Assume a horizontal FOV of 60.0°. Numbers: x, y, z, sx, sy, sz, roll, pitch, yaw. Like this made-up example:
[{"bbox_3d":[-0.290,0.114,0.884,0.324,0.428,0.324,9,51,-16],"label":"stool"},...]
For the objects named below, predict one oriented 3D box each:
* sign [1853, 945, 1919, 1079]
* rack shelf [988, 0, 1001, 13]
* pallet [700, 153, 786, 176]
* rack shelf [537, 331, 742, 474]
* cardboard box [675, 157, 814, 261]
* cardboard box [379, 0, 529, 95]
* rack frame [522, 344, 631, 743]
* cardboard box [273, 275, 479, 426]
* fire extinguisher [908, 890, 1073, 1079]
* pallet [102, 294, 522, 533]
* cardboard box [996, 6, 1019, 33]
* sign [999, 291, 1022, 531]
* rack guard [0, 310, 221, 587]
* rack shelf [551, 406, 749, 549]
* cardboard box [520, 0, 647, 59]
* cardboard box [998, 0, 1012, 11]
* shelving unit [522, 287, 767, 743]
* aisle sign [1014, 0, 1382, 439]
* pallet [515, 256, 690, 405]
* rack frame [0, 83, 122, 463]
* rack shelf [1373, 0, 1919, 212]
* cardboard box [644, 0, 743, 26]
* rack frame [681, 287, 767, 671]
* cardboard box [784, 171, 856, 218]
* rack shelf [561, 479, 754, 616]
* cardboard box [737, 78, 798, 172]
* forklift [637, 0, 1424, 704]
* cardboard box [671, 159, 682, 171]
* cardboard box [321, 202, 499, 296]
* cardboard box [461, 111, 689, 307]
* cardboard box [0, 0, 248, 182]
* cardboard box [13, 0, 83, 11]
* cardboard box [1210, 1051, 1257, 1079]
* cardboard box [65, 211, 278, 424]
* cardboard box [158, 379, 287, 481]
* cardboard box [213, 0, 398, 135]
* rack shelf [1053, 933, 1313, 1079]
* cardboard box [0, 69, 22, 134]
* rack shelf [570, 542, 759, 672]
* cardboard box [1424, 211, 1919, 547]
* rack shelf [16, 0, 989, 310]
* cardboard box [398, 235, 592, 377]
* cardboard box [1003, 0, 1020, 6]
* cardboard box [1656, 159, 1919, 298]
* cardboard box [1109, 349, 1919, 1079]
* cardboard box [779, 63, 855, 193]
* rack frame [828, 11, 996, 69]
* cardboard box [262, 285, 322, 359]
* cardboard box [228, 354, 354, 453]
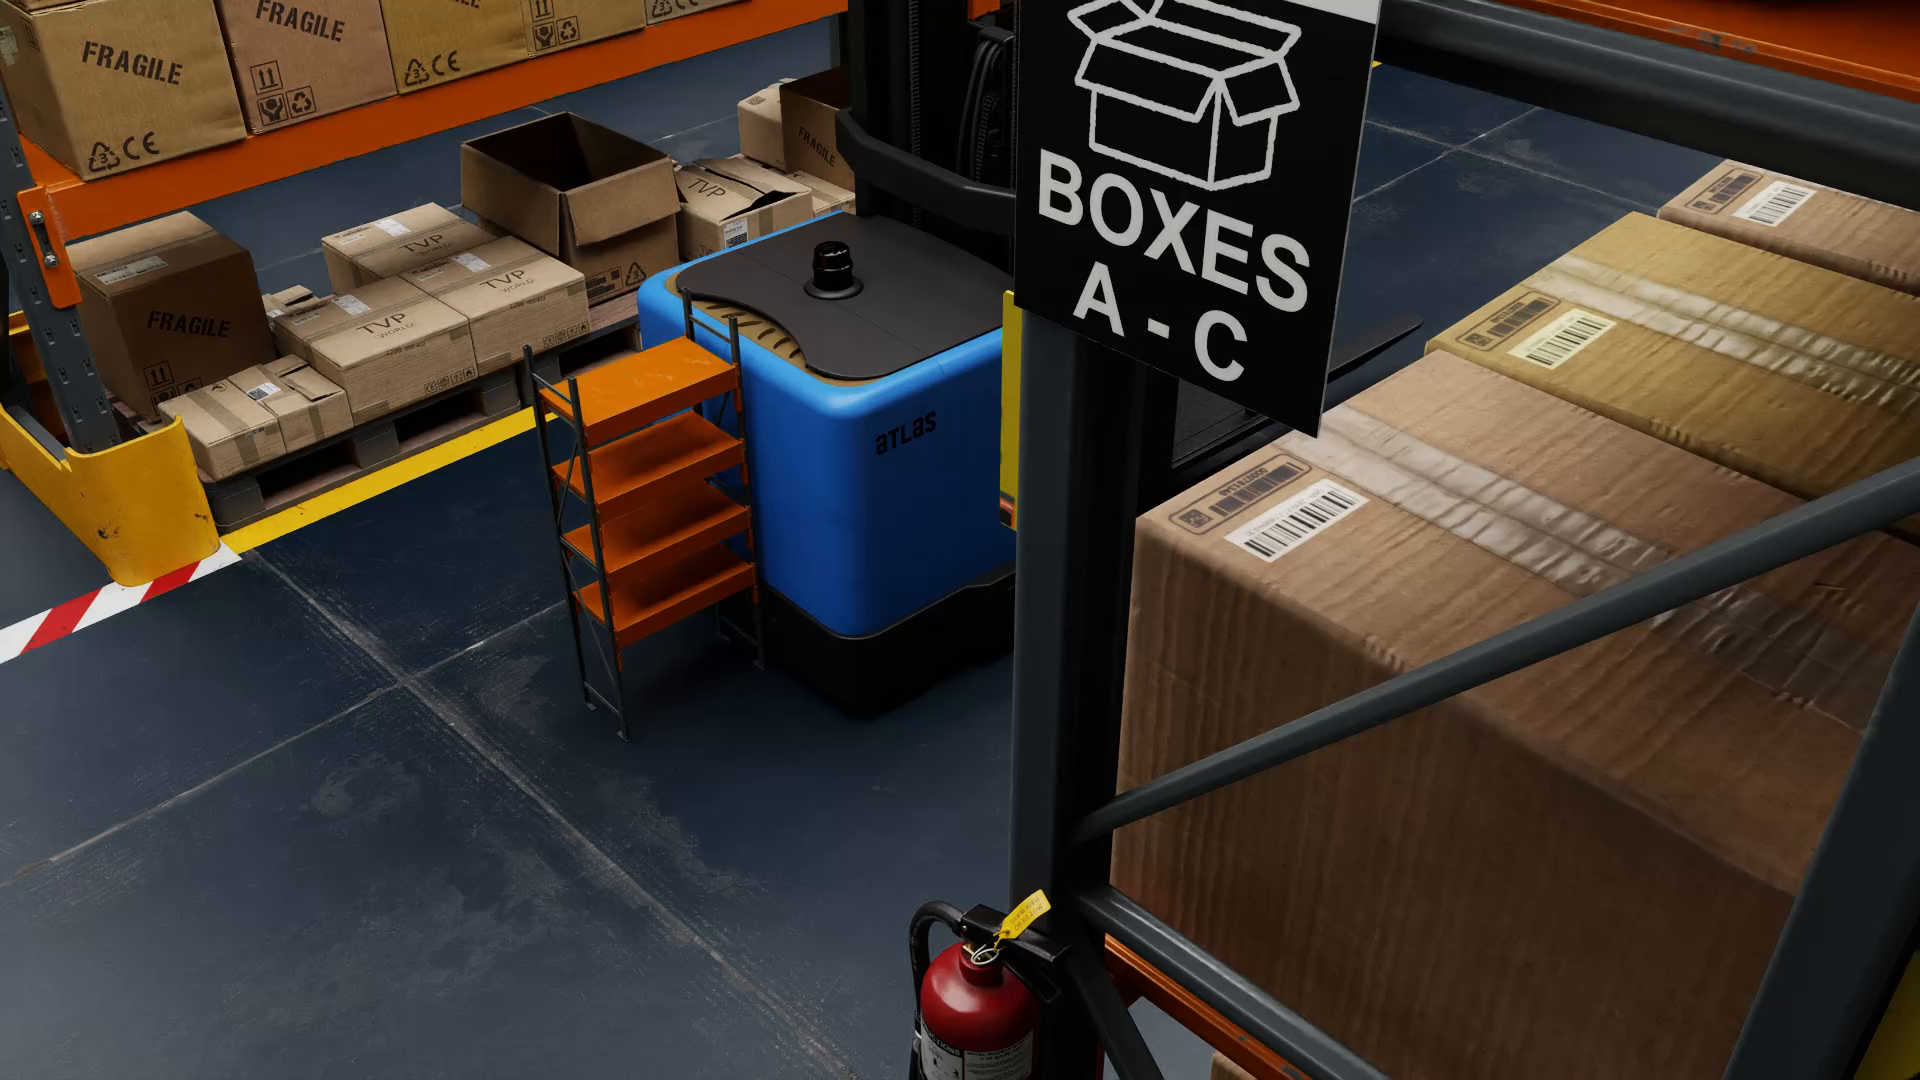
[{"bbox_3d":[0.852,0.498,1.481,0.100,0.325,0.005,30,45,35],"label":"sign"},{"bbox_3d":[1.172,-3.476,8.634,1.077,0.370,4.000,30,45,35],"label":"rack shelf"},{"bbox_3d":[-0.722,-1.537,7.663,1.003,0.211,1.213,30,45,35],"label":"pallet"},{"bbox_3d":[-0.855,-0.374,4.444,0.480,0.148,0.258,-27,43,-33],"label":"rack shelf"},{"bbox_3d":[-0.966,-1.387,6.976,0.500,0.311,0.500,30,45,35],"label":"cardboard box"},{"bbox_3d":[-1.840,-1.865,5.607,0.500,0.500,0.500,29,44,35],"label":"cardboard box"},{"bbox_3d":[-1.036,0.041,4.535,0.015,1.200,0.240,-27,43,-33],"label":"rack frame"},{"bbox_3d":[-2.119,-0.698,6.040,0.500,0.250,0.500,30,45,35],"label":"cardboard box"},{"bbox_3d":[0.029,0.719,2.383,0.296,0.674,0.183,30,45,35],"label":"fire extinguisher"},{"bbox_3d":[-2.441,-0.547,6.243,1.003,0.211,1.213,30,45,35],"label":"pallet"},{"bbox_3d":[0.277,-2.213,7.994,0.500,0.500,0.500,27,43,33],"label":"cardboard box"},{"bbox_3d":[0.087,-0.137,1.998,0.100,0.325,0.005,30,45,35],"label":"sign"},{"bbox_3d":[-3.002,-0.341,5.695,1.175,0.500,0.348,30,45,35],"label":"rack guard"},{"bbox_3d":[-0.855,-0.180,4.579,0.480,0.148,0.258,-27,43,-33],"label":"rack shelf"},{"bbox_3d":[-1.487,-2.067,5.897,0.500,0.500,0.500,-29,44,-35],"label":"cardboard box"},{"bbox_3d":[-0.093,-2.430,8.307,0.500,0.500,0.500,29,44,35],"label":"cardboard box"},{"bbox_3d":[-0.855,-0.052,4.669,0.503,1.200,0.258,-27,43,-33],"label":"shelving unit"},{"bbox_3d":[0.199,-0.499,1.463,0.394,0.787,0.004,30,45,35],"label":"aisle sign"},{"bbox_3d":[-1.581,-1.040,6.949,1.003,0.211,1.213,30,45,35],"label":"pallet"},{"bbox_3d":[-3.055,-1.336,4.936,1.000,3.000,0.127,30,45,35],"label":"rack frame"},{"bbox_3d":[1.872,-1.088,2.587,1.077,0.370,4.000,30,45,35],"label":"rack shelf"},{"bbox_3d":[-1.130,-2.275,6.195,0.500,0.500,0.500,-29,44,-35],"label":"cardboard box"},{"bbox_3d":[-0.674,-0.145,4.803,0.015,1.200,0.240,-27,43,-33],"label":"rack frame"},{"bbox_3d":[-0.659,-1.449,7.206,0.380,0.149,0.250,30,45,35],"label":"cardboard box"},{"bbox_3d":[-0.855,0.003,4.707,0.480,0.148,0.258,-27,43,-33],"label":"rack shelf"},{"bbox_3d":[-0.686,-1.954,7.788,0.500,0.311,0.500,30,45,35],"label":"cardboard box"},{"bbox_3d":[0.468,-1.444,5.151,3.031,2.935,1.130,-27,43,-33],"label":"forklift"},{"bbox_3d":[-1.289,-1.539,7.321,0.380,0.166,0.250,30,45,35],"label":"cardboard box"},{"bbox_3d":[-2.156,-1.082,6.591,0.500,0.250,0.500,30,45,35],"label":"cardboard box"},{"bbox_3d":[-1.557,-1.351,6.756,0.797,0.503,0.637,30,45,35],"label":"cardboard box"},{"bbox_3d":[-2.556,-1.451,5.013,0.500,0.500,0.500,-29,44,-35],"label":"cardboard box"},{"bbox_3d":[-2.556,-1.861,4.727,0.500,0.500,0.500,-28,44,-34],"label":"cardboard box"},{"bbox_3d":[0.885,1.188,3.136,0.700,0.500,0.500,30,45,35],"label":"cardboard box"},{"bbox_3d":[-2.847,-0.811,5.984,0.500,0.500,0.500,30,45,35],"label":"cardboard box"},{"bbox_3d":[-2.516,-0.378,5.671,0.380,0.149,0.250,30,45,35],"label":"cardboard box"},{"bbox_3d":[-2.196,-1.662,5.317,0.500,0.500,0.500,29,44,35],"label":"cardboard box"},{"bbox_3d":[1.872,0.143,3.446,1.077,0.370,4.000,30,45,35],"label":"rack shelf"},{"bbox_3d":[-2.933,-1.668,5.326,0.500,0.500,0.500,-28,44,-34],"label":"cardboard box"},{"bbox_3d":[-0.855,0.166,4.821,0.480,0.148,0.258,-27,43,-33],"label":"rack shelf"},{"bbox_3d":[1.320,0.025,2.722,0.980,0.700,0.700,29,44,35],"label":"cardboard box"},{"bbox_3d":[-1.646,-1.852,6.306,1.077,0.370,4.000,30,45,35],"label":"rack shelf"},{"bbox_3d":[-1.766,-0.901,6.332,0.500,0.250,0.500,30,45,35],"label":"cardboard box"},{"bbox_3d":[0.261,-2.628,8.589,0.500,0.500,0.500,-30,45,-35],"label":"cardboard box"},{"bbox_3d":[1.863,-0.280,3.161,0.980,0.700,0.700,27,43,33],"label":"cardboard box"},{"bbox_3d":[0.815,0.325,2.292,0.700,0.700,0.980,-28,43,-34],"label":"cardboard box"},{"bbox_3d":[-0.437,-1.769,7.358,0.500,0.500,0.500,30,45,35],"label":"cardboard box"},{"bbox_3d":[-0.237,-2.959,7.264,1.000,3.000,0.127,30,45,35],"label":"rack frame"},{"bbox_3d":[-2.498,-0.802,6.263,0.380,0.166,0.250,30,45,35],"label":"cardboard box"},{"bbox_3d":[-2.340,-0.487,5.811,0.380,0.166,0.250,30,45,35],"label":"cardboard box"}]
